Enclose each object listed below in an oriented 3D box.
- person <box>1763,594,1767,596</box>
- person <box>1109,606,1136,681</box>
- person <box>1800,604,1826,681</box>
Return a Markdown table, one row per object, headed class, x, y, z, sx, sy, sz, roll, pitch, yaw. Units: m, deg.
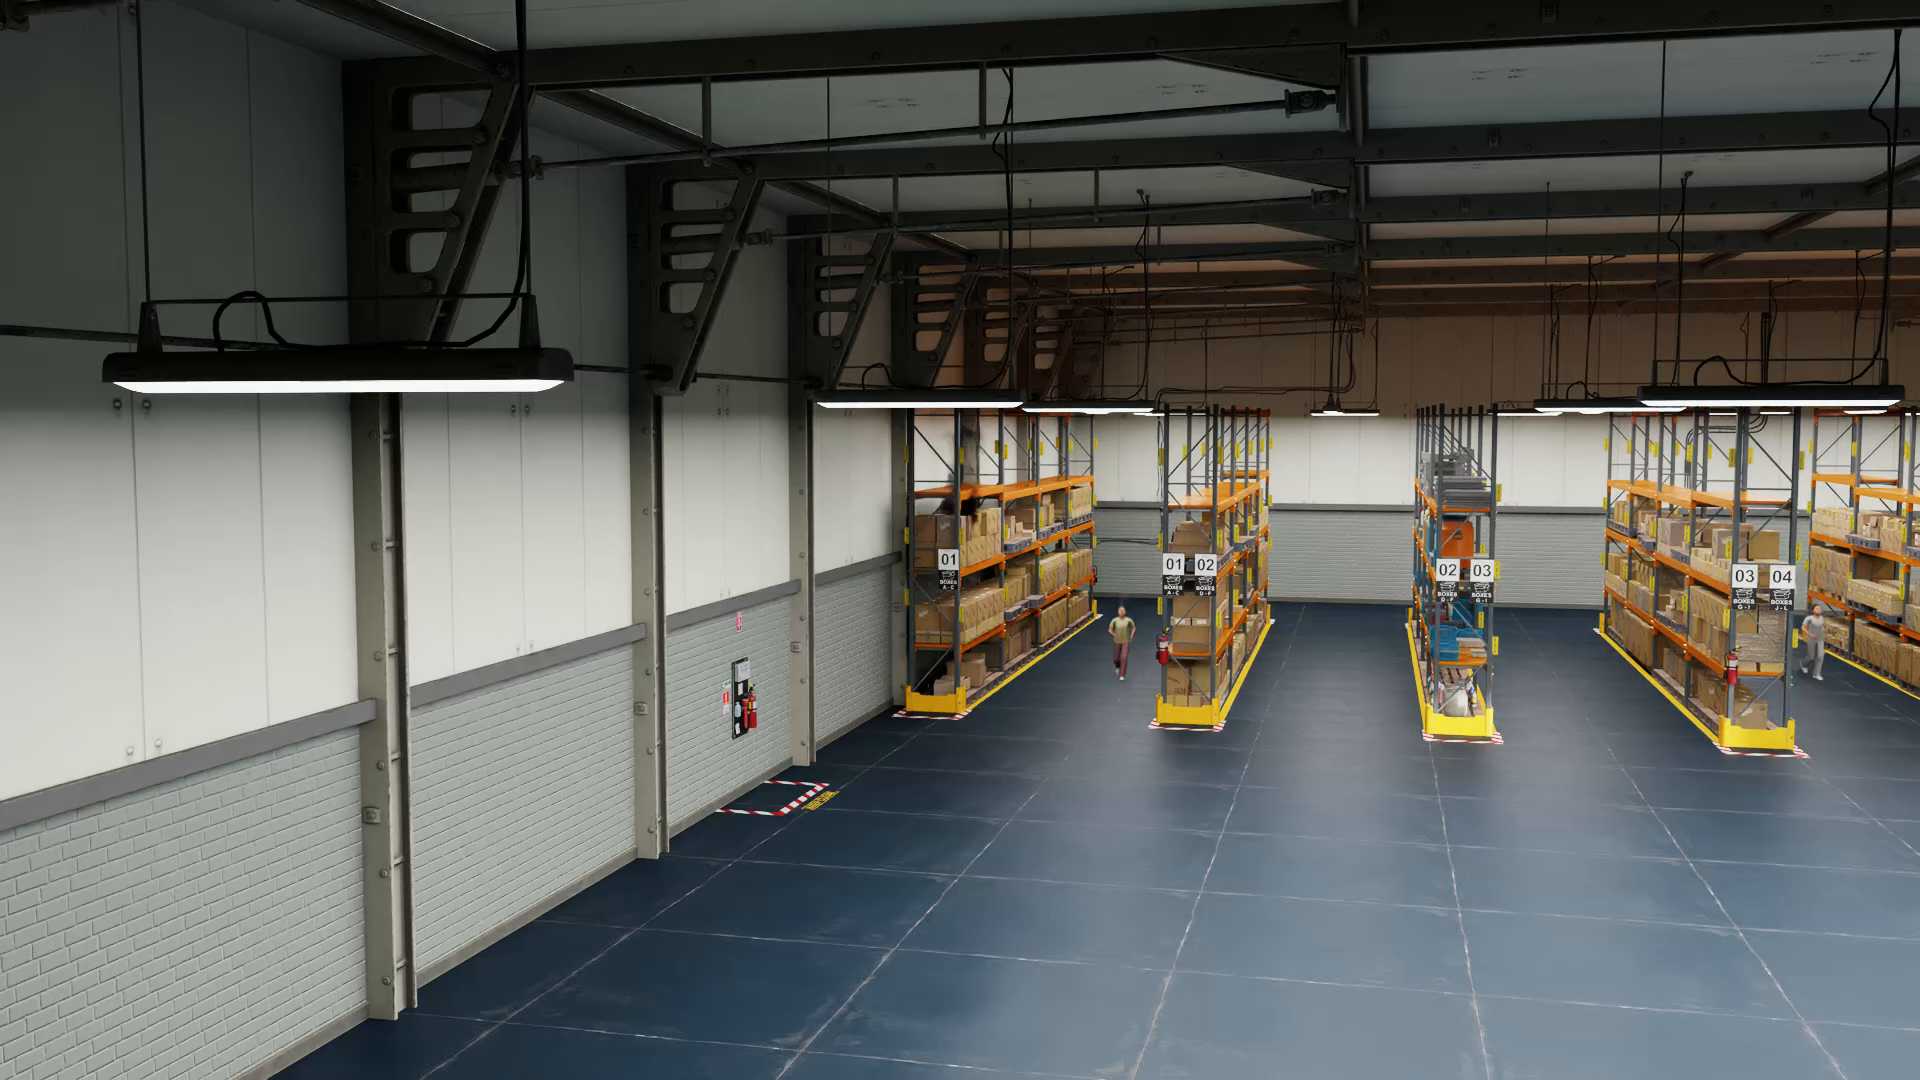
| class | x | y | z | sx | sy | sz | roll | pitch | yaw |
| --- | --- | --- | --- | --- | --- | --- | --- | --- | --- |
| person | 20.783 | 1.748 | 43.724 | 0.772 | 1.617 | 0.619 | 4 | 6 | 43 |
| person | 3.558 | 2.251 | 36.481 | 0.588 | 1.628 | 0.758 | 1 | 4 | 7 |
| person | 18.853 | 2.237 | 36.718 | 0.573 | 1.647 | 0.815 | 0 | 4 | 0 |
